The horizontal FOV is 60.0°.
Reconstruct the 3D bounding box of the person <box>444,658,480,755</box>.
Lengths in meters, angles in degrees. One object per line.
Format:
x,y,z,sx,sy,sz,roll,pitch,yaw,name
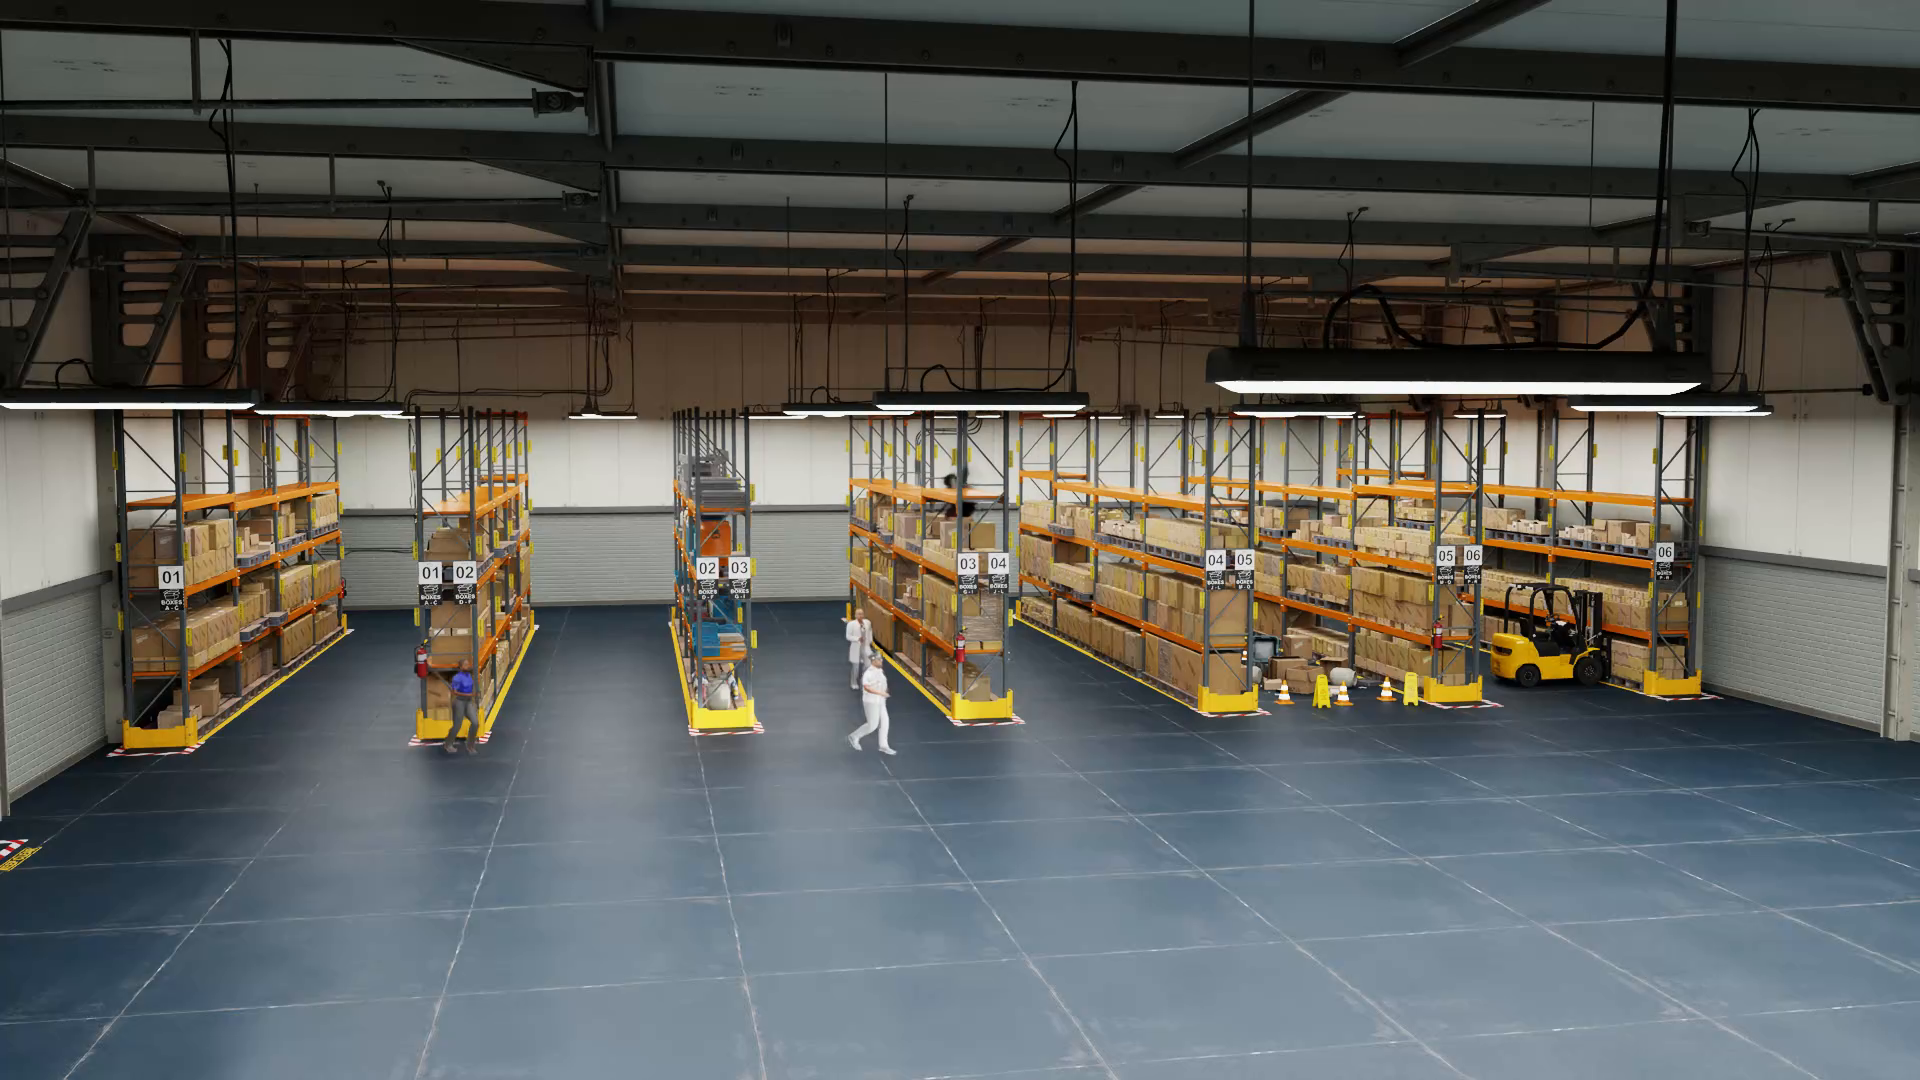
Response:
-8.528,2.888,28.575,0.737,1.730,0.591,2,4,25,person

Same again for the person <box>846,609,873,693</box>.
-2.106,2.347,35.122,0.668,1.807,0.878,-2,4,-21,person

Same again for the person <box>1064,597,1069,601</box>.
3.292,1.325,49.623,0.732,1.783,0.648,-3,5,-37,person

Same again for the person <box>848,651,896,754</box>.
-1.507,2.804,28.743,0.839,1.790,0.688,1,4,18,person
